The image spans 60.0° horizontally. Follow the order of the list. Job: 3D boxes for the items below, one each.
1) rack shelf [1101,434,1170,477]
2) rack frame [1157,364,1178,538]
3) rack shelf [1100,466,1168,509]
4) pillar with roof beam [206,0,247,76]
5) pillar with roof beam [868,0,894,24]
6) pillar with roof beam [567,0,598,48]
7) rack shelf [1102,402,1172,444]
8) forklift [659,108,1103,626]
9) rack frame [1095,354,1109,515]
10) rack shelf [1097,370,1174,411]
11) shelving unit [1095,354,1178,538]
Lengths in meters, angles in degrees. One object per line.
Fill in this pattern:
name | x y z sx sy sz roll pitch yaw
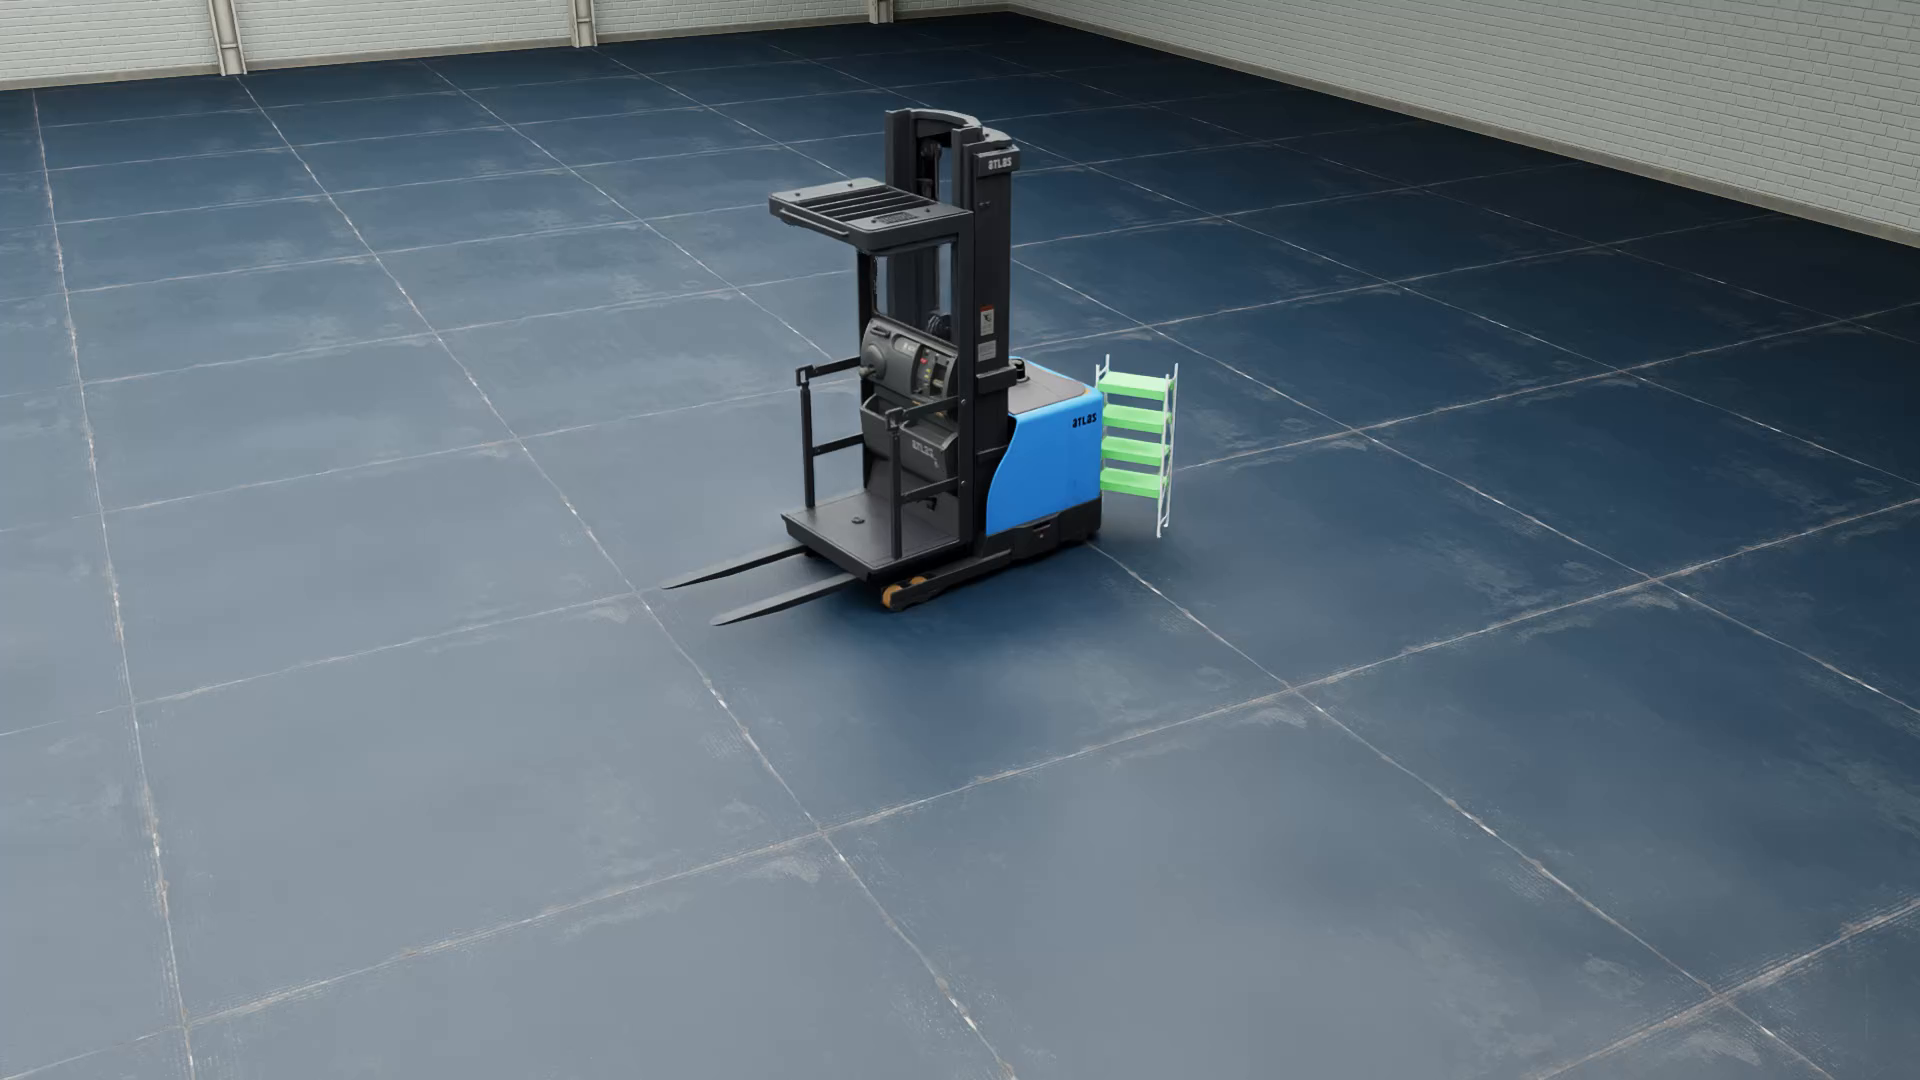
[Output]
rack shelf | 1.199 -0.589 11.540 0.480 0.148 0.258 10 27 20
rack frame | 1.425 -0.606 11.428 0.015 1.200 0.240 10 27 20
rack shelf | 1.199 -0.373 11.644 0.480 0.148 0.258 10 27 20
pillar with roof beam | -10.121 -10.215 22.432 0.400 9.000 9.100 -13 29 -25
pillar with roof beam | 0.467 -12.659 27.522 0.400 9.000 9.100 -13 29 -25
pillar with roof beam | -4.827 -11.437 24.977 0.400 9.000 9.100 -13 29 -25
rack shelf | 1.199 -0.805 11.436 0.480 0.148 0.258 10 27 20
forklift | -0.495 -1.124 10.506 3.031 2.935 1.130 -19 31 -34
rack frame | 0.974 -0.687 11.597 0.015 1.200 0.240 10 27 20
rack shelf | 1.199 -1.022 11.333 0.480 0.148 0.258 10 27 20
shelving unit | 1.199 -0.647 11.513 0.503 1.200 0.258 10 27 20
